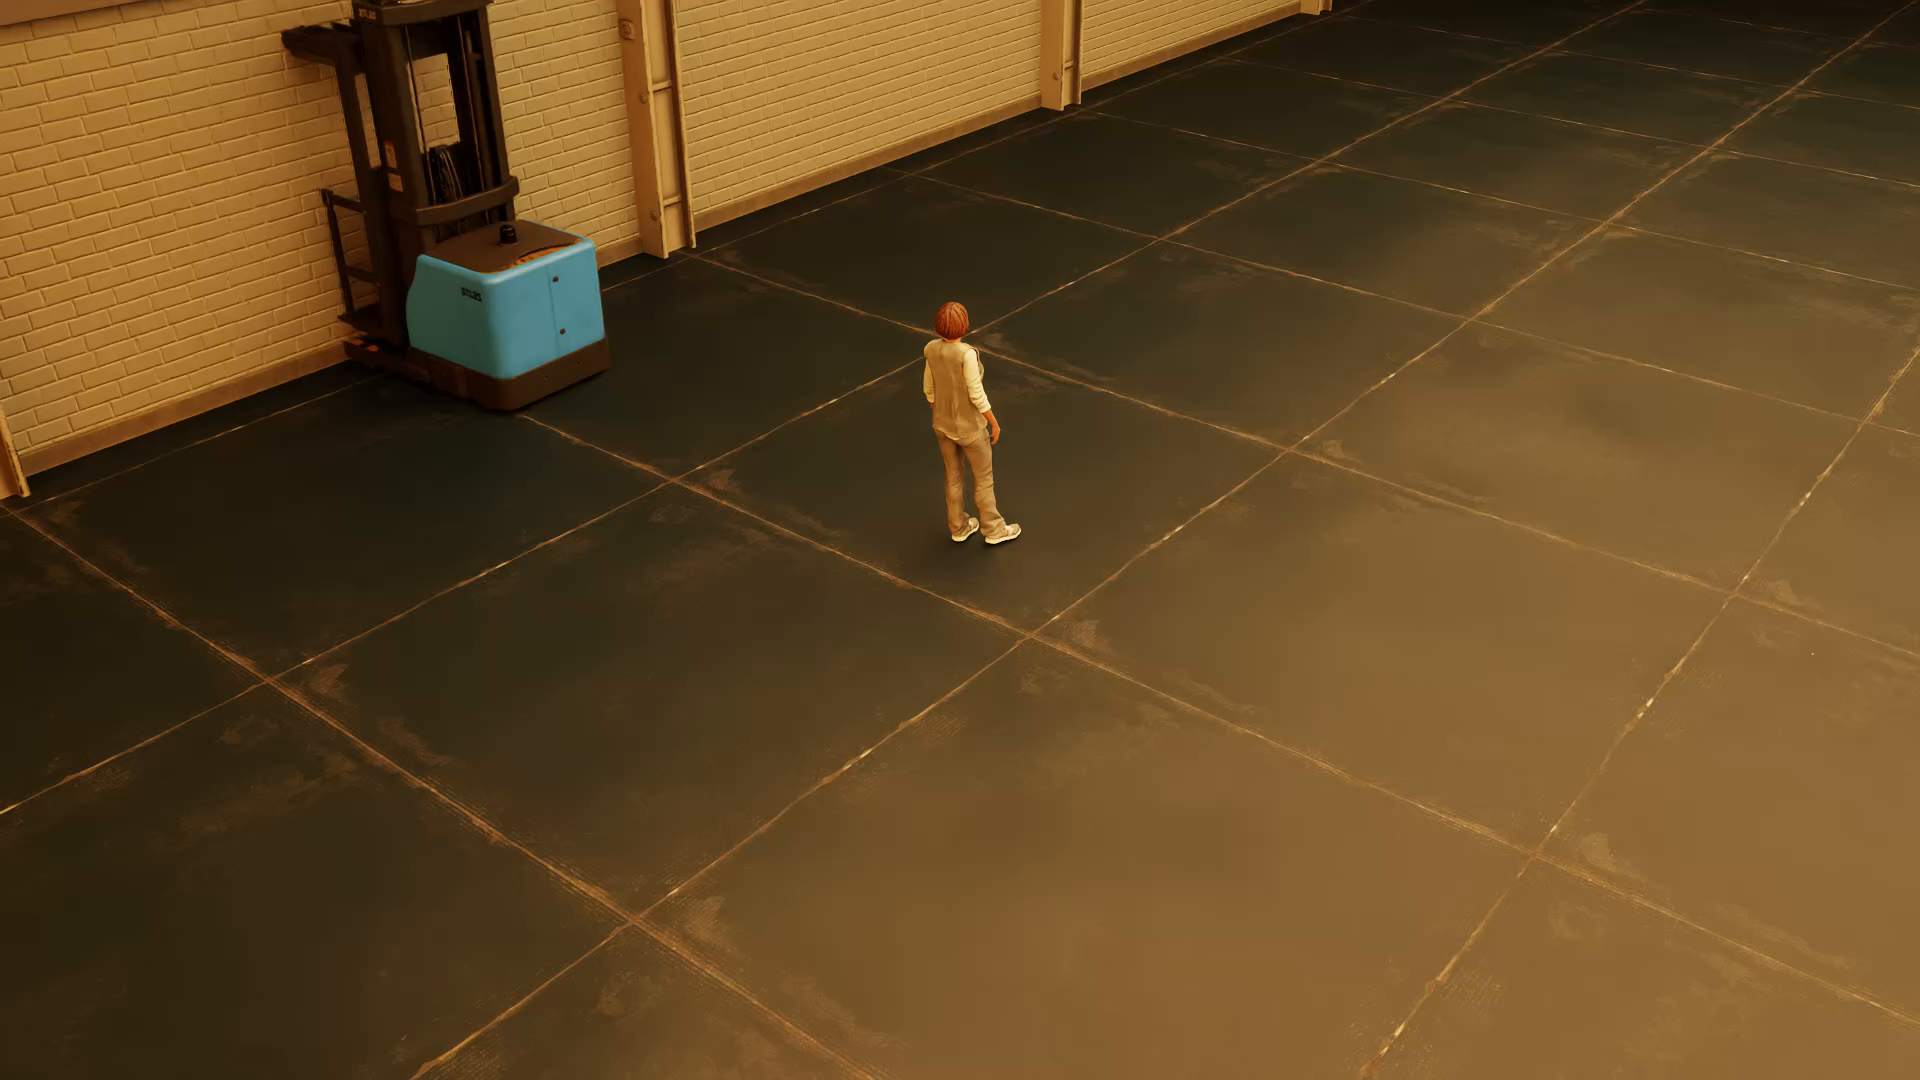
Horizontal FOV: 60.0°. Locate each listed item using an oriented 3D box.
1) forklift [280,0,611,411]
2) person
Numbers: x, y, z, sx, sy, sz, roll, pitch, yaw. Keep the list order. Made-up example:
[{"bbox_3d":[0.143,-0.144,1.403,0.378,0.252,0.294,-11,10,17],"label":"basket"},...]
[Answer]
[{"bbox_3d":[-4.139,-2.782,12.356,3.031,2.935,1.130,20,36,31],"label":"forklift"},{"bbox_3d":[0.058,-0.721,10.136,0.520,1.599,0.473,22,37,33],"label":"person"}]
